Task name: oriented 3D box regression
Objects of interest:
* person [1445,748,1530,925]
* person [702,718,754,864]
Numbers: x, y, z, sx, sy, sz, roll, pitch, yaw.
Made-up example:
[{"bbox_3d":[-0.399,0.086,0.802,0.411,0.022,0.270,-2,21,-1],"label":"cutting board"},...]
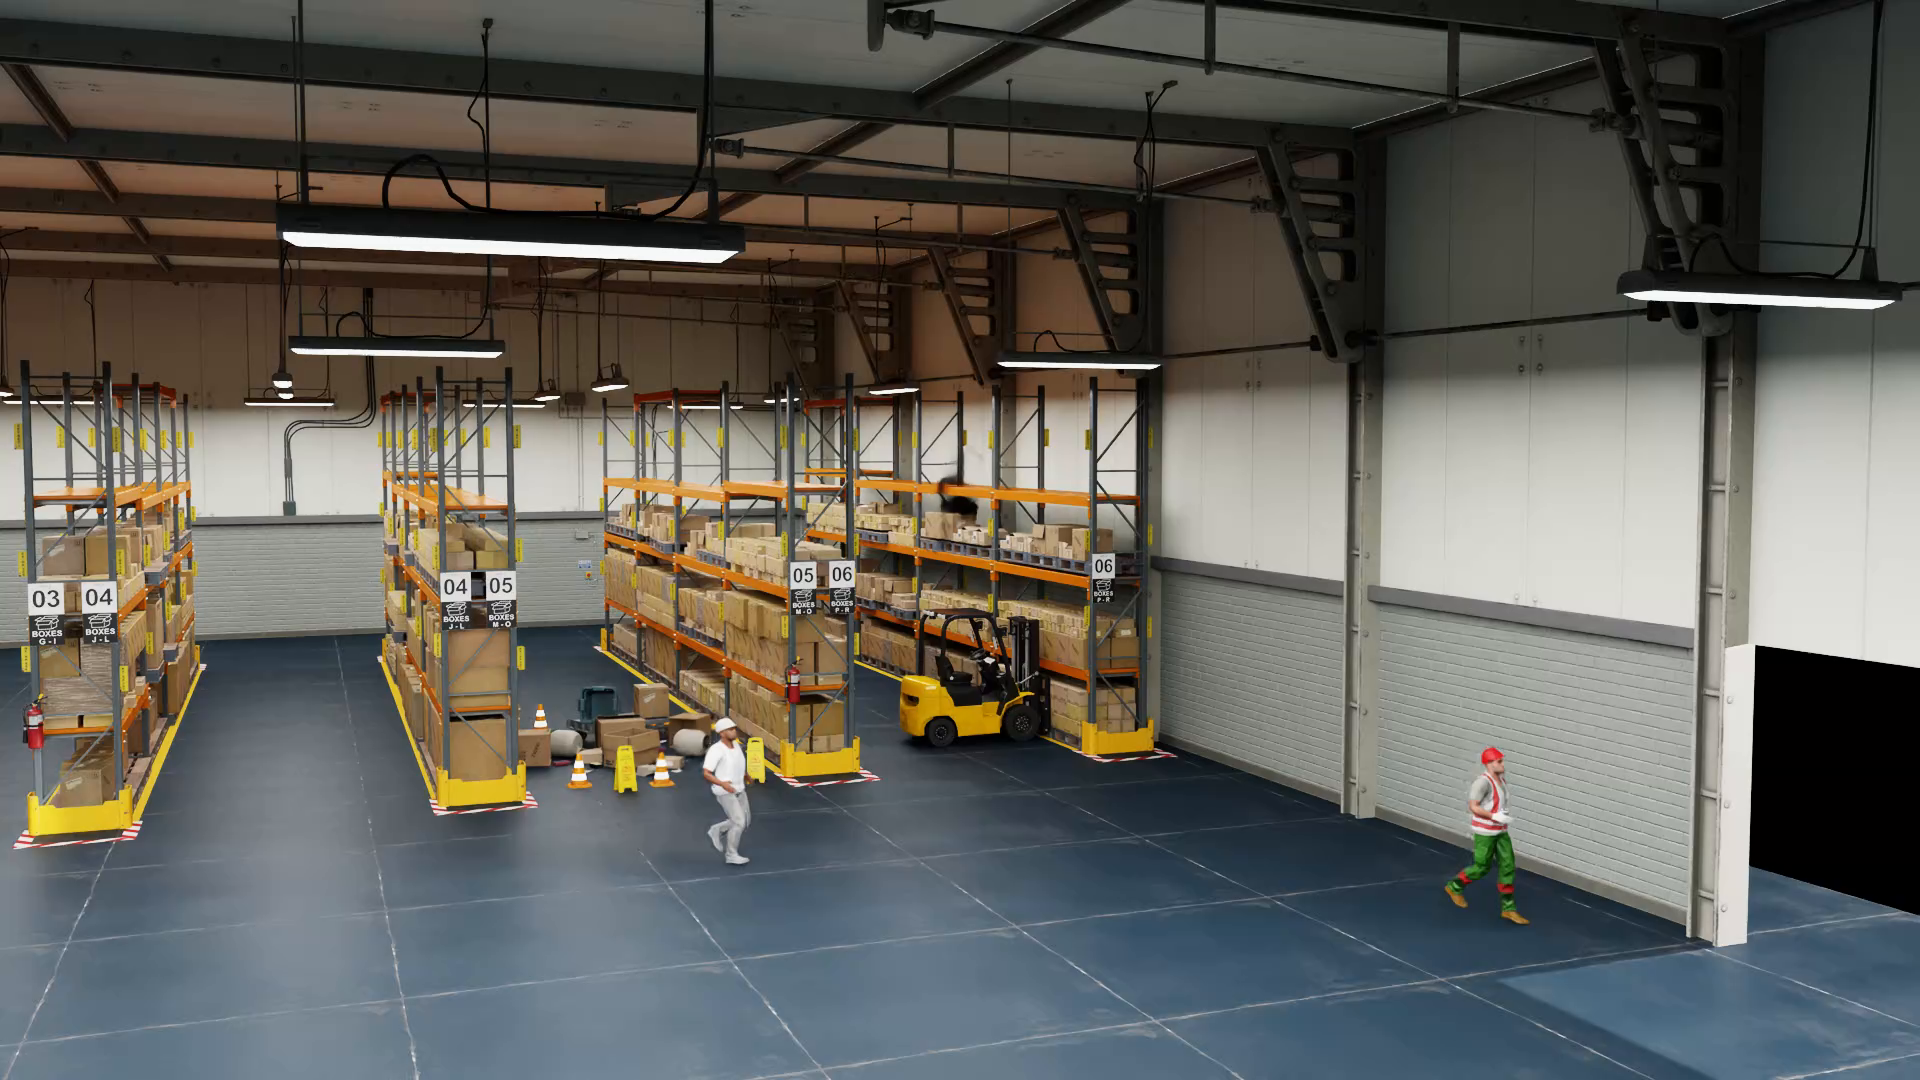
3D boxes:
[{"bbox_3d":[5.512,3.058,17.373,0.651,1.791,0.928,-3,5,-40],"label":"person"},{"bbox_3d":[-2.766,2.960,19.663,0.625,1.716,0.700,2,4,25],"label":"person"}]
